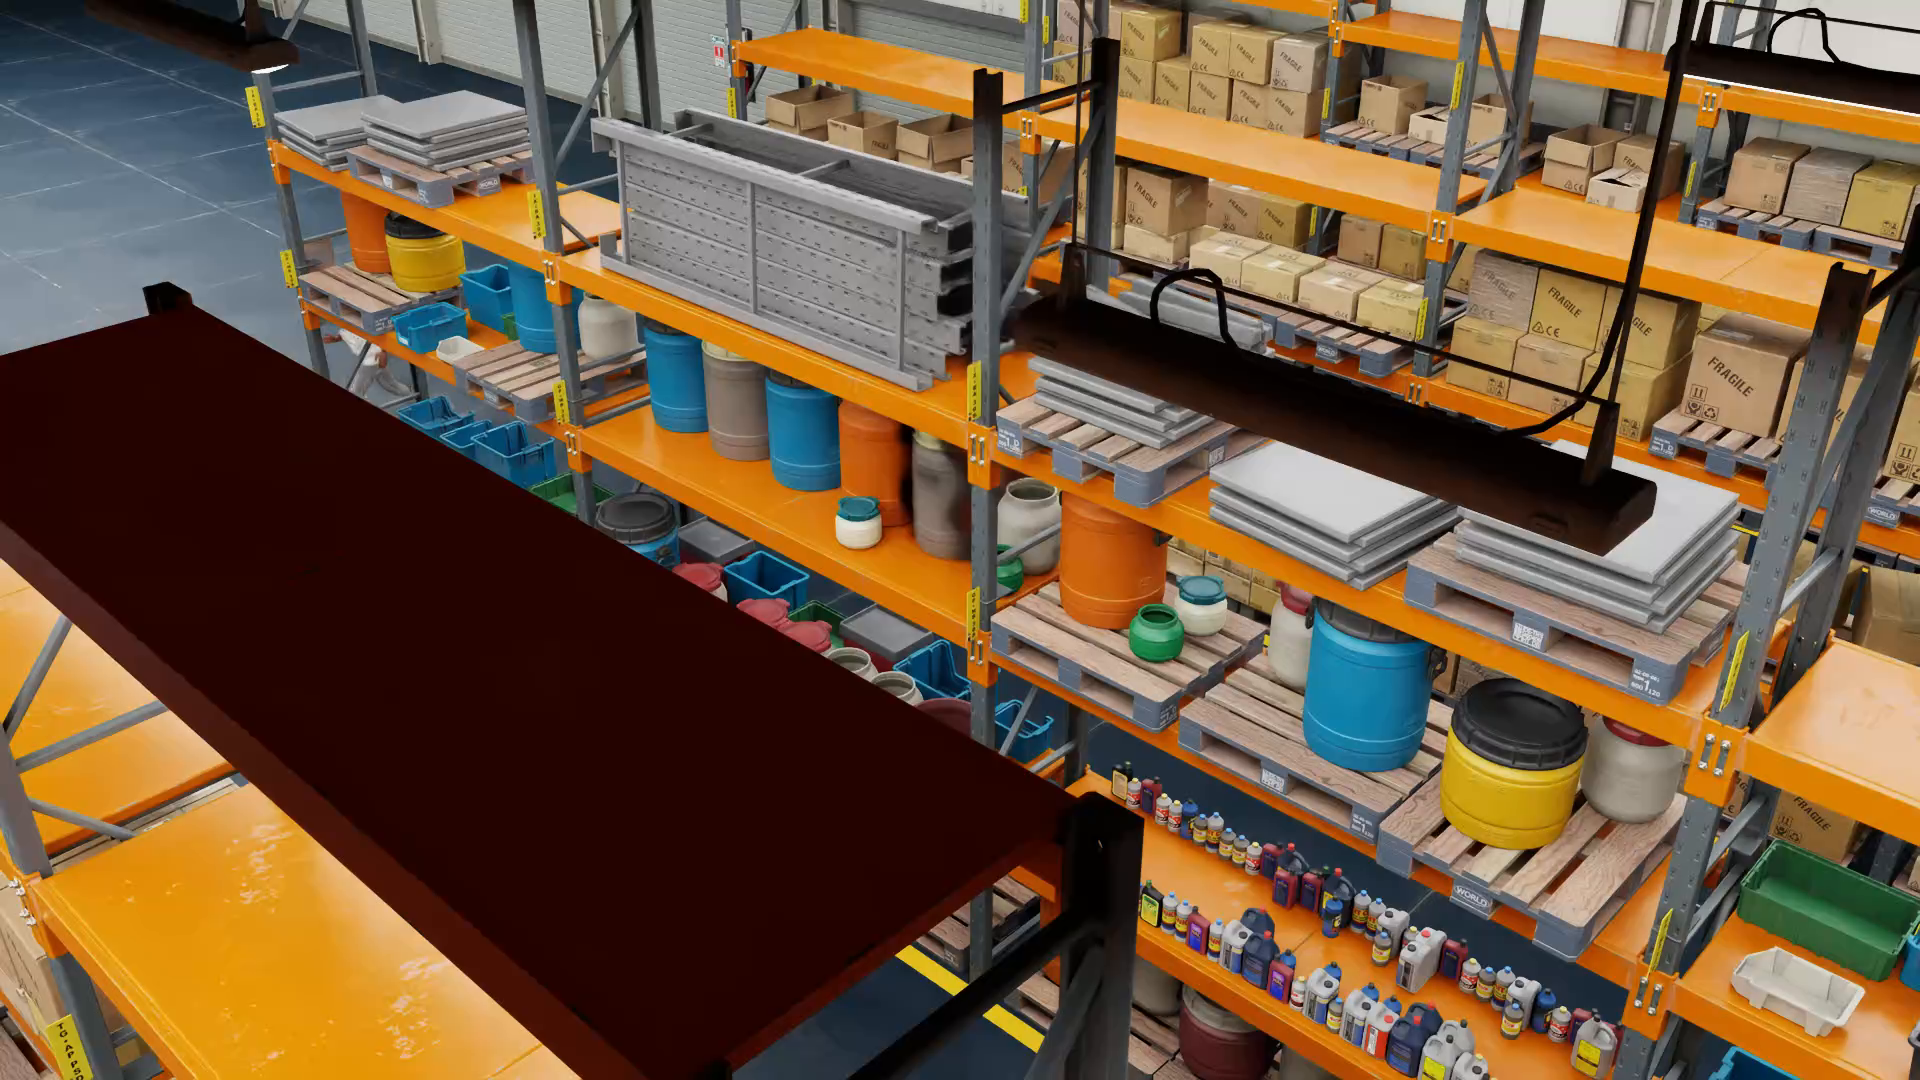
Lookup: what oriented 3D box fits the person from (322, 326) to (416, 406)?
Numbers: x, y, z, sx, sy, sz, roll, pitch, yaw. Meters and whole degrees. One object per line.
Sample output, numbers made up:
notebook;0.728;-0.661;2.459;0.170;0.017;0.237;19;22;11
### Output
person;-6.339;-1.928;17.907;0.982;1.735;0.714;-12;32;-20
